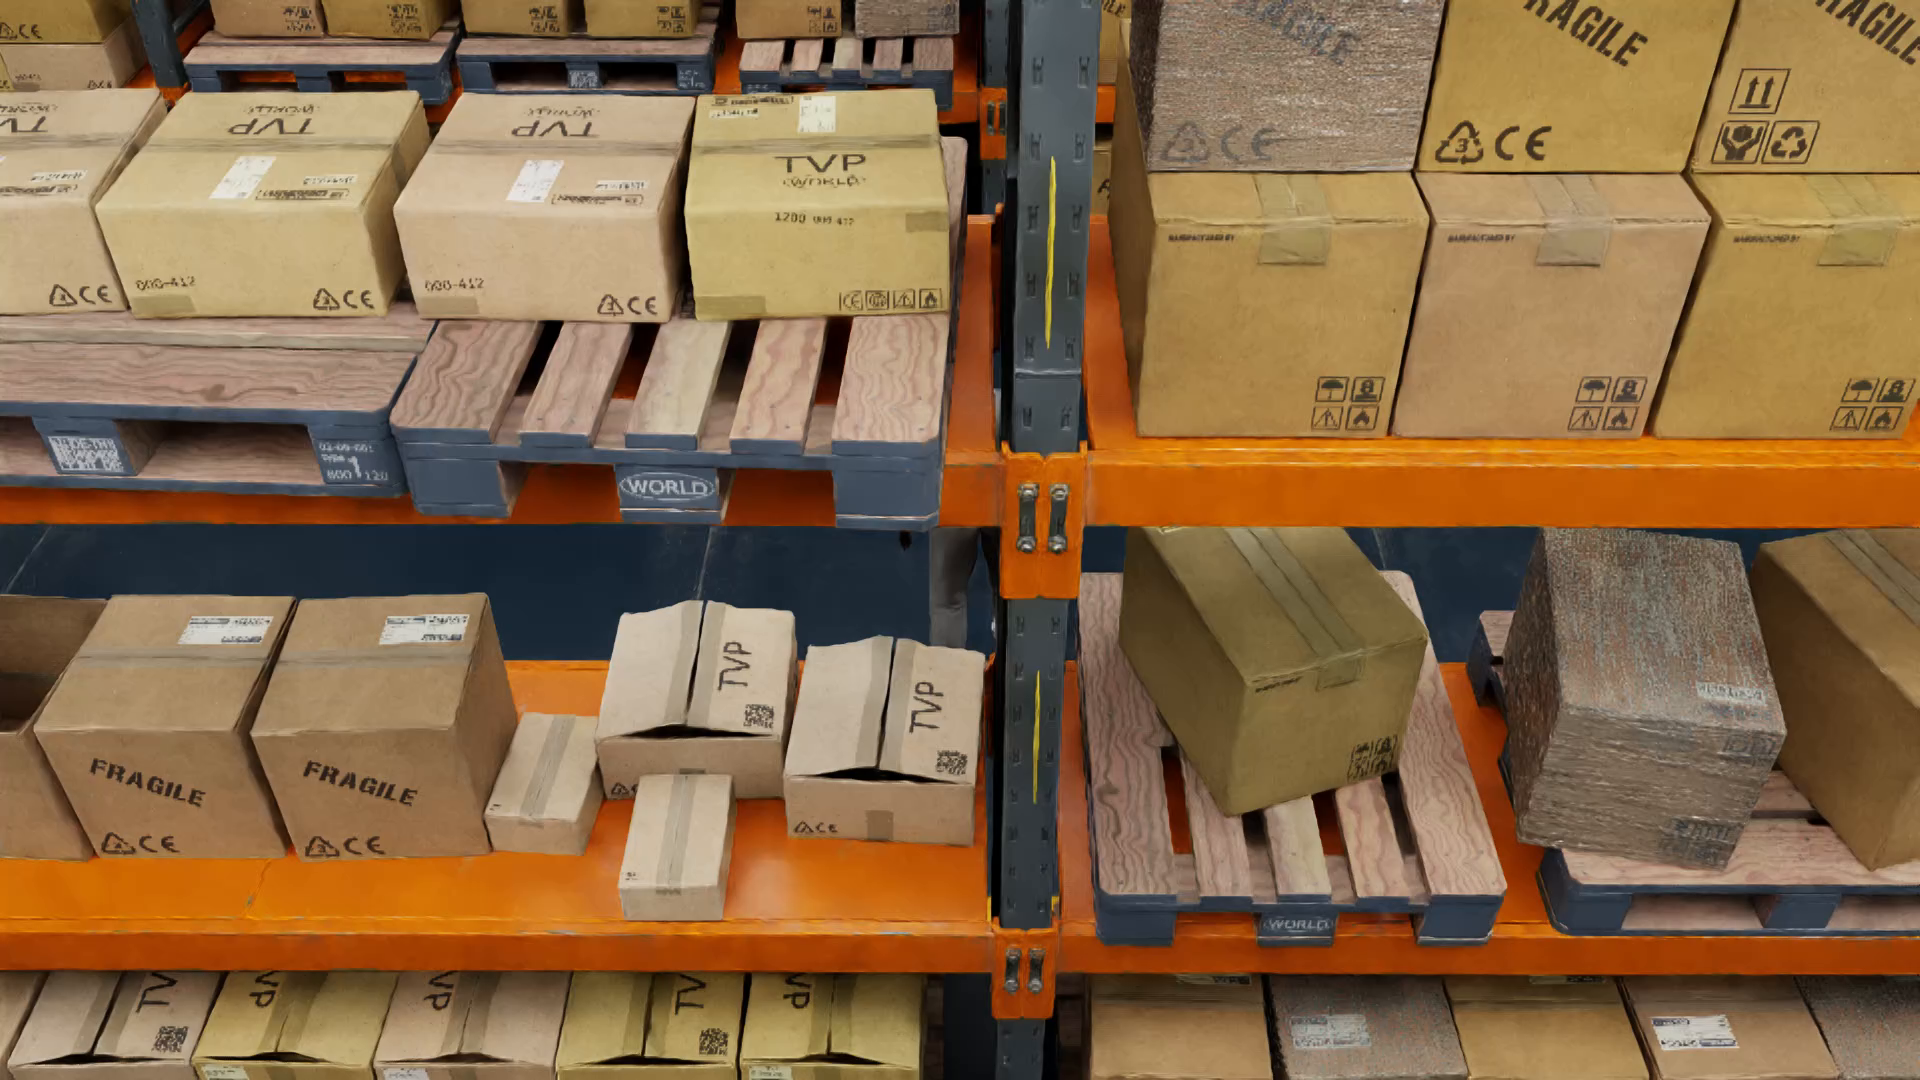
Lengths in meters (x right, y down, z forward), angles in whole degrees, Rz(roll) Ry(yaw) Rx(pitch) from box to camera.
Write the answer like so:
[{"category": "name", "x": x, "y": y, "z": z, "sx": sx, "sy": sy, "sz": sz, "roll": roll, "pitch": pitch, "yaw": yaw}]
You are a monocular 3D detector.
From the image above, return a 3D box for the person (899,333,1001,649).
[{"category": "person", "x": 0.073, "y": -0.118, "z": 6.258, "sx": 0.616, "sy": 1.673, "sz": 0.517, "roll": -3, "pitch": 40, "yaw": -3}]
